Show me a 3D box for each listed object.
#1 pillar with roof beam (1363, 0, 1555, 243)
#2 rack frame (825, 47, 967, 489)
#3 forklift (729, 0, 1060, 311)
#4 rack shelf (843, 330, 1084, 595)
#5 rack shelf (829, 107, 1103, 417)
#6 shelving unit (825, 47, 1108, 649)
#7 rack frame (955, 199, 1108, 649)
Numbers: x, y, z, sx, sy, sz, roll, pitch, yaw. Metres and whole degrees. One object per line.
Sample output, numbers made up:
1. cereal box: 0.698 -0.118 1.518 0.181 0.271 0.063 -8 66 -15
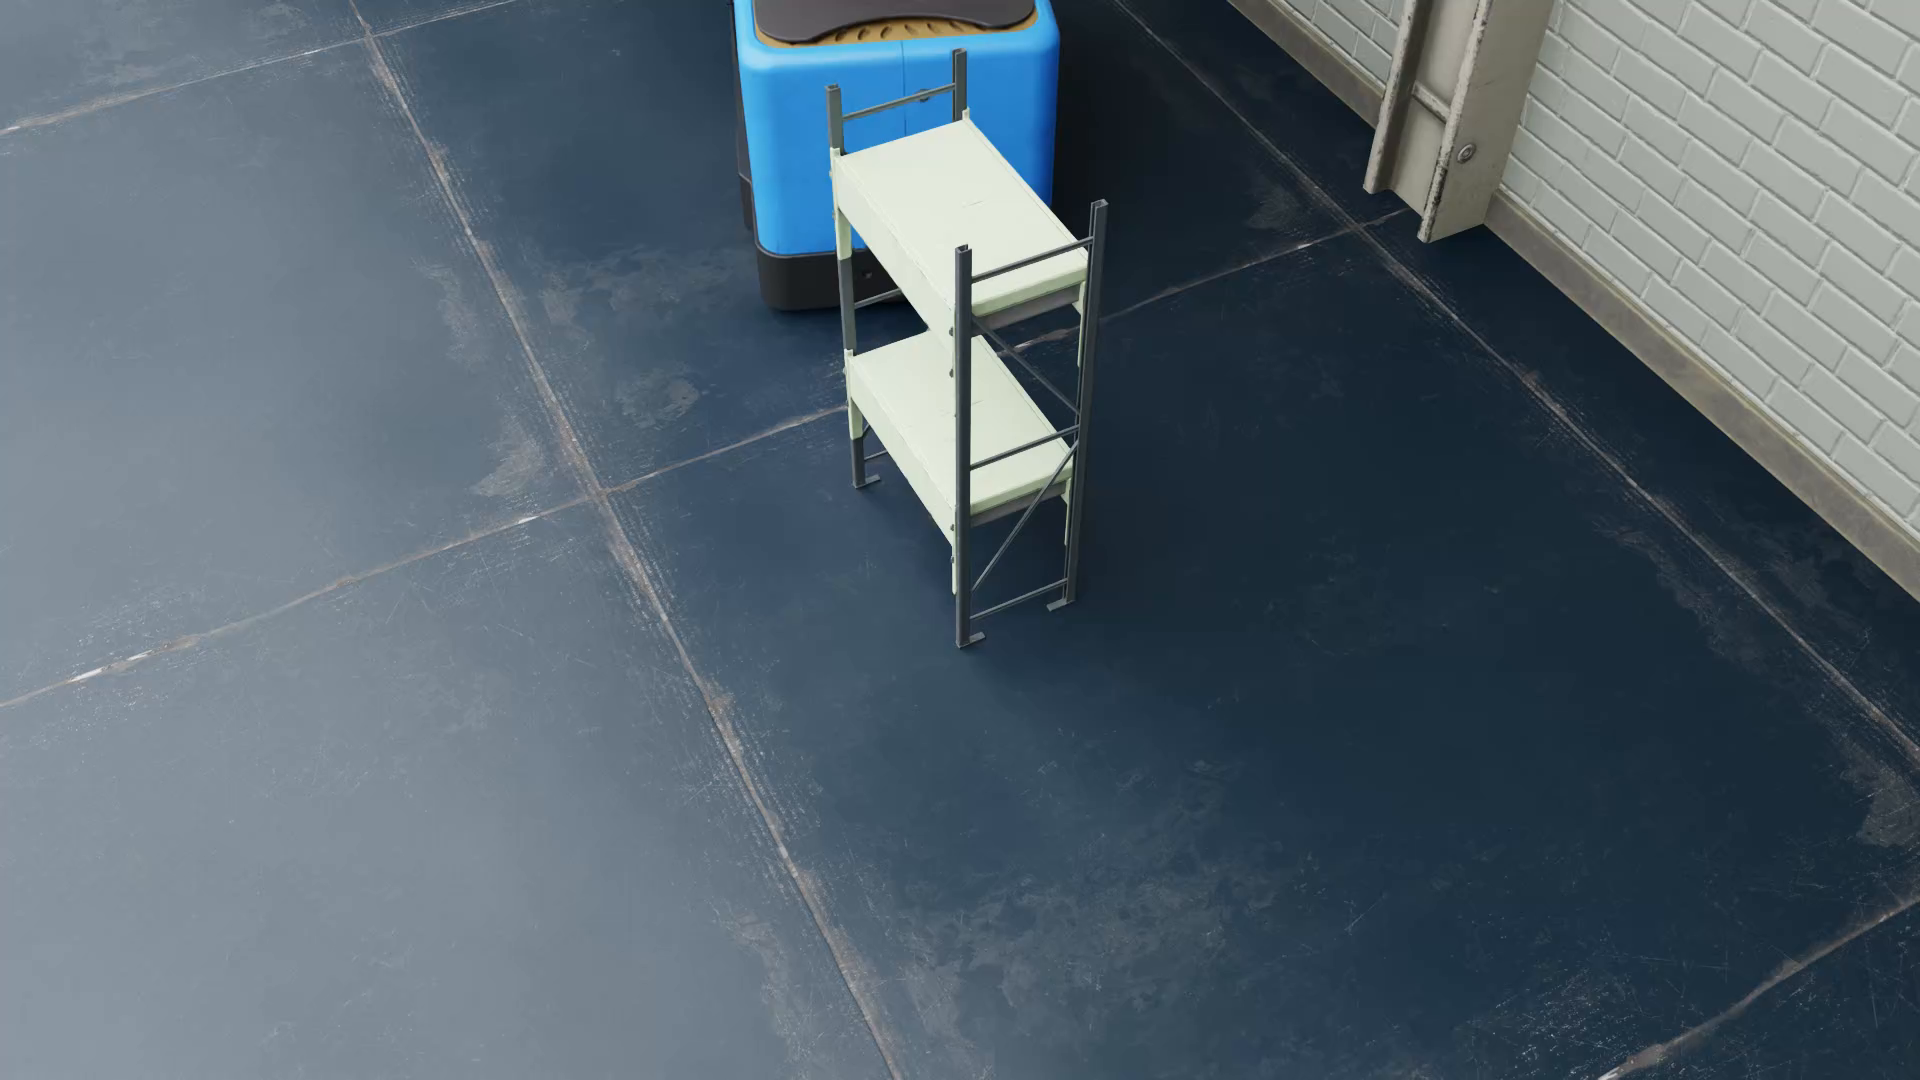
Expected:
1. pillar with roof beam: -2.041 -2.773 1.697 9.100 9.000 0.400 -21 52 -18
2. rack frame: -0.164 -0.734 4.896 0.400 1.500 0.023 -21 52 -18
3. forklift: -0.371 -2.897 5.837 1.130 2.935 3.031 -6 49 -5
4. rack shelf: 0.003 -0.275 4.927 0.431 0.370 0.720 -21 52 -18
5. rack shelf: 0.003 -0.746 4.388 0.431 0.370 0.720 -21 52 -18
6. shelving unit: 0.003 -0.489 4.682 0.431 1.500 0.755 -21 52 -18
7. rack frame: 0.171 -0.244 4.467 0.400 1.500 0.023 -21 52 -18
